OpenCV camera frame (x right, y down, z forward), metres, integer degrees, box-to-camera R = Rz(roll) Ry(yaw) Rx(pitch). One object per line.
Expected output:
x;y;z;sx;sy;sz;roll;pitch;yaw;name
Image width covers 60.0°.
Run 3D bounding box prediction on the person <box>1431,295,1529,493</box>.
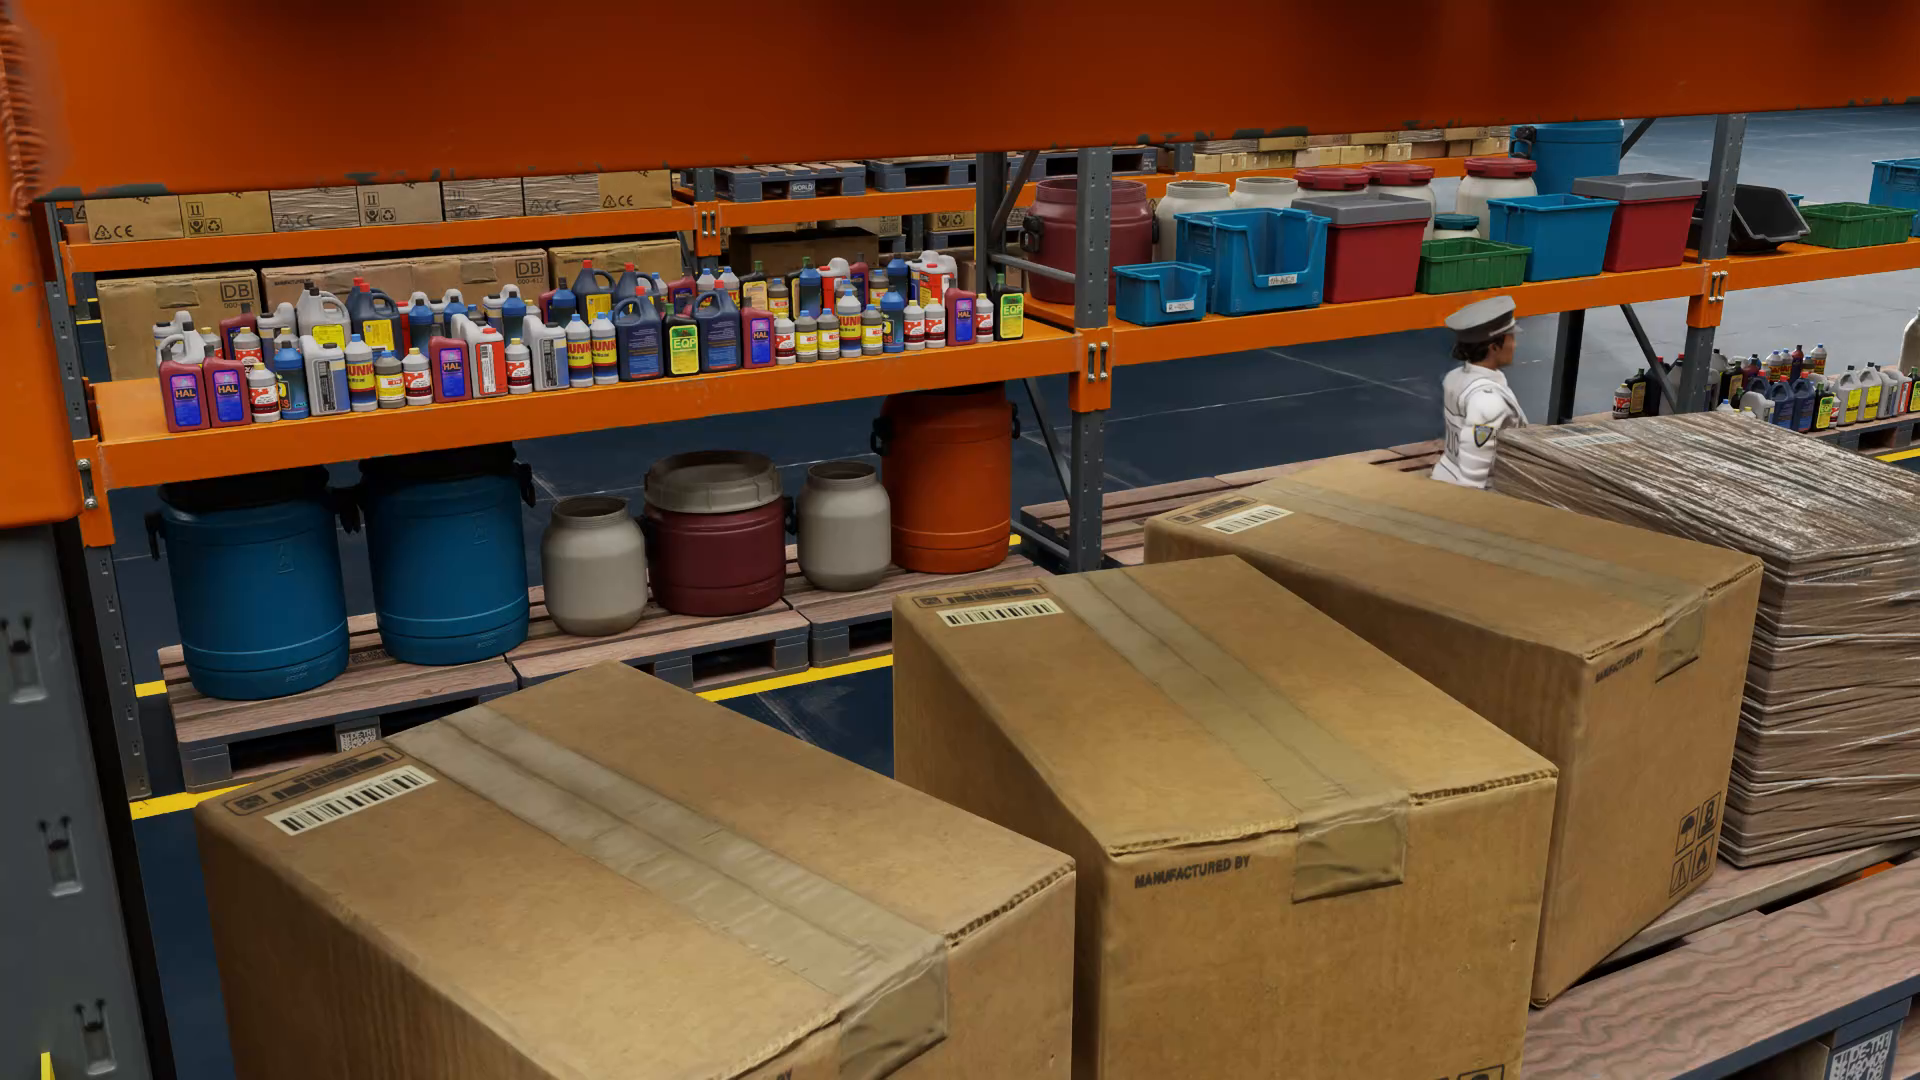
2.039;-0.127;6.349;0.979;1.636;0.508;-2;19;-6;person
